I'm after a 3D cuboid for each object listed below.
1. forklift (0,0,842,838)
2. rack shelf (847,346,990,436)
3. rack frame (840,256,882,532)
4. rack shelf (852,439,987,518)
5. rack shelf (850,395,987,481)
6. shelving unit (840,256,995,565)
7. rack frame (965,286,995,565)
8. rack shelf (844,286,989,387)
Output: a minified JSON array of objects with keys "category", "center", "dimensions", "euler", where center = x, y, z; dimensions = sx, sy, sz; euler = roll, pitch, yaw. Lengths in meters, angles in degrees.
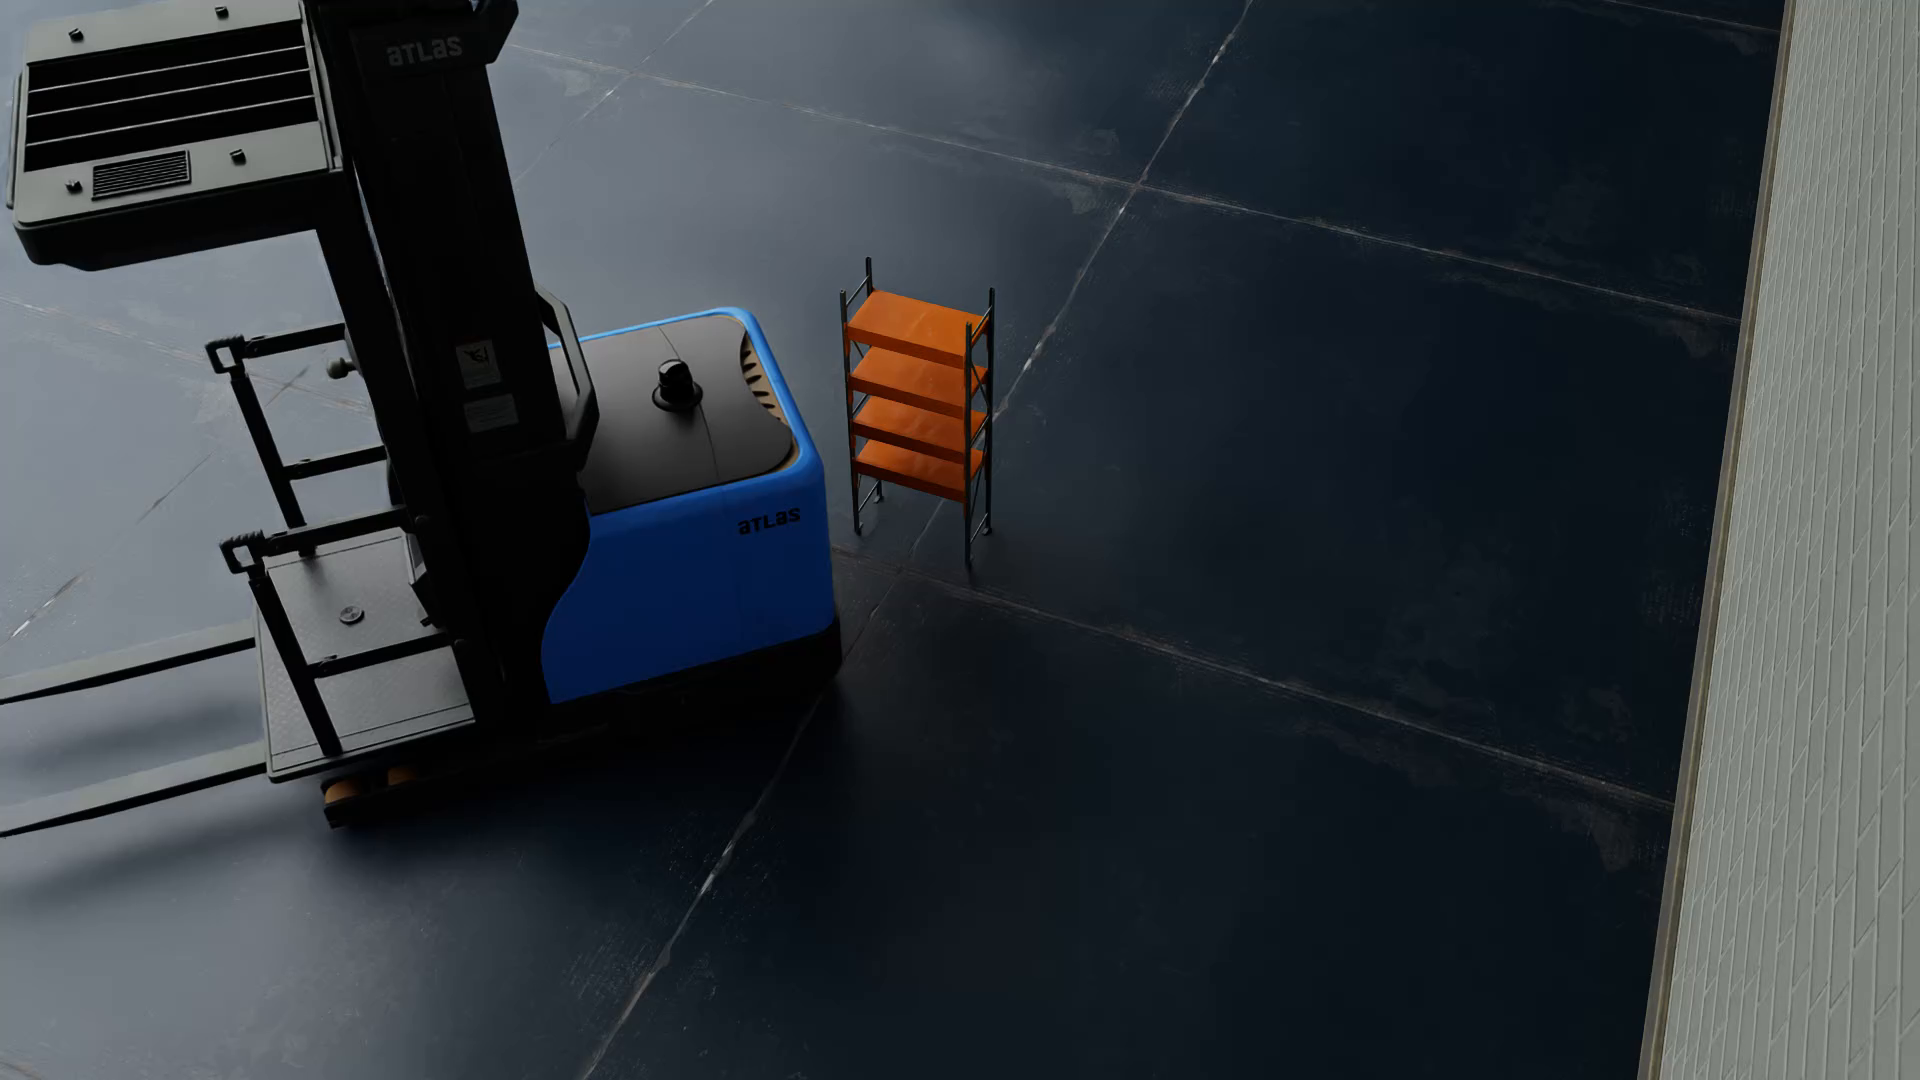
[{"category":"forklift","center":[-2.012,-0.476,5.151],"dimensions":[3.031,2.935,1.130],"euler":[-15,47,-14]},{"category":"rack shelf","center":[-0.153,-0.581,6.262],"dimensions":[0.480,0.148,0.258],"euler":[16,47,16]},{"category":"rack frame","center":[-0.378,-0.537,6.439],"dimensions":[0.015,1.200,0.240],"euler":[16,47,16]},{"category":"rack shelf","center":[-0.153,-0.282,6.559],"dimensions":[0.480,0.148,0.258],"euler":[16,47,16]},{"category":"rack shelf","center":[-0.153,-0.423,6.419],"dimensions":[0.480,0.148,0.258],"euler":[16,47,16]},{"category":"shelving unit","center":[-0.153,-0.470,6.372],"dimensions":[0.503,1.200,0.258],"euler":[16,47,16]},{"category":"rack frame","center":[0.072,-0.404,6.305],"dimensions":[0.015,1.200,0.240],"euler":[16,47,16]},{"category":"rack shelf","center":[-0.153,-0.749,6.095],"dimensions":[0.480,0.148,0.258],"euler":[16,47,16]}]
